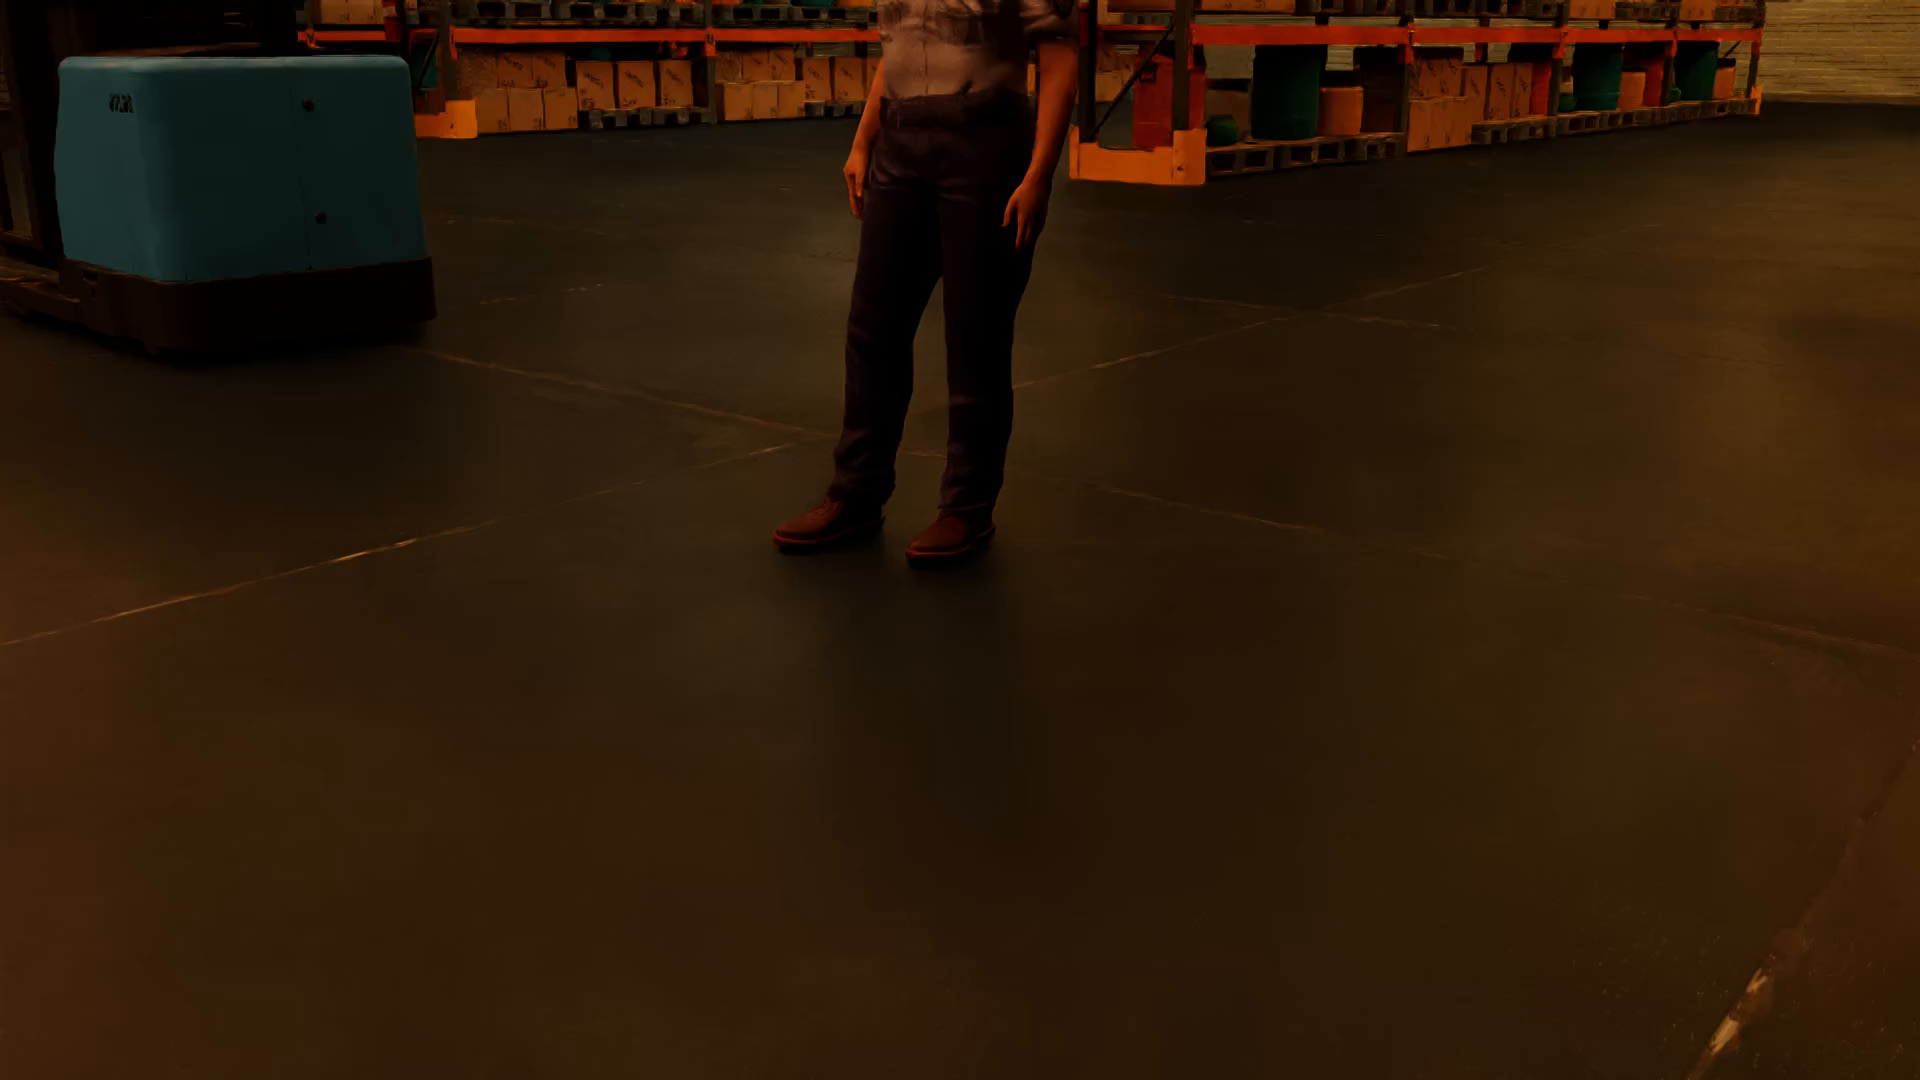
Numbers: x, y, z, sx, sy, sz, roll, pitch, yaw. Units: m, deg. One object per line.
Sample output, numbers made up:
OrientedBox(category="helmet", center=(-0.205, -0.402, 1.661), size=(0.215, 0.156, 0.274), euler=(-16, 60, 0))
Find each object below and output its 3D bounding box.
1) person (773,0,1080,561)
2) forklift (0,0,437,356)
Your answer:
OrientedBox(category="person", center=(-0.075, -0.779, 3.648), size=(0.599, 1.650, 0.502), euler=(13, 21, 37))
OrientedBox(category="forklift", center=(-3.482, -2.415, 6.851), size=(3.031, 2.935, 1.130), euler=(16, 23, 42))
